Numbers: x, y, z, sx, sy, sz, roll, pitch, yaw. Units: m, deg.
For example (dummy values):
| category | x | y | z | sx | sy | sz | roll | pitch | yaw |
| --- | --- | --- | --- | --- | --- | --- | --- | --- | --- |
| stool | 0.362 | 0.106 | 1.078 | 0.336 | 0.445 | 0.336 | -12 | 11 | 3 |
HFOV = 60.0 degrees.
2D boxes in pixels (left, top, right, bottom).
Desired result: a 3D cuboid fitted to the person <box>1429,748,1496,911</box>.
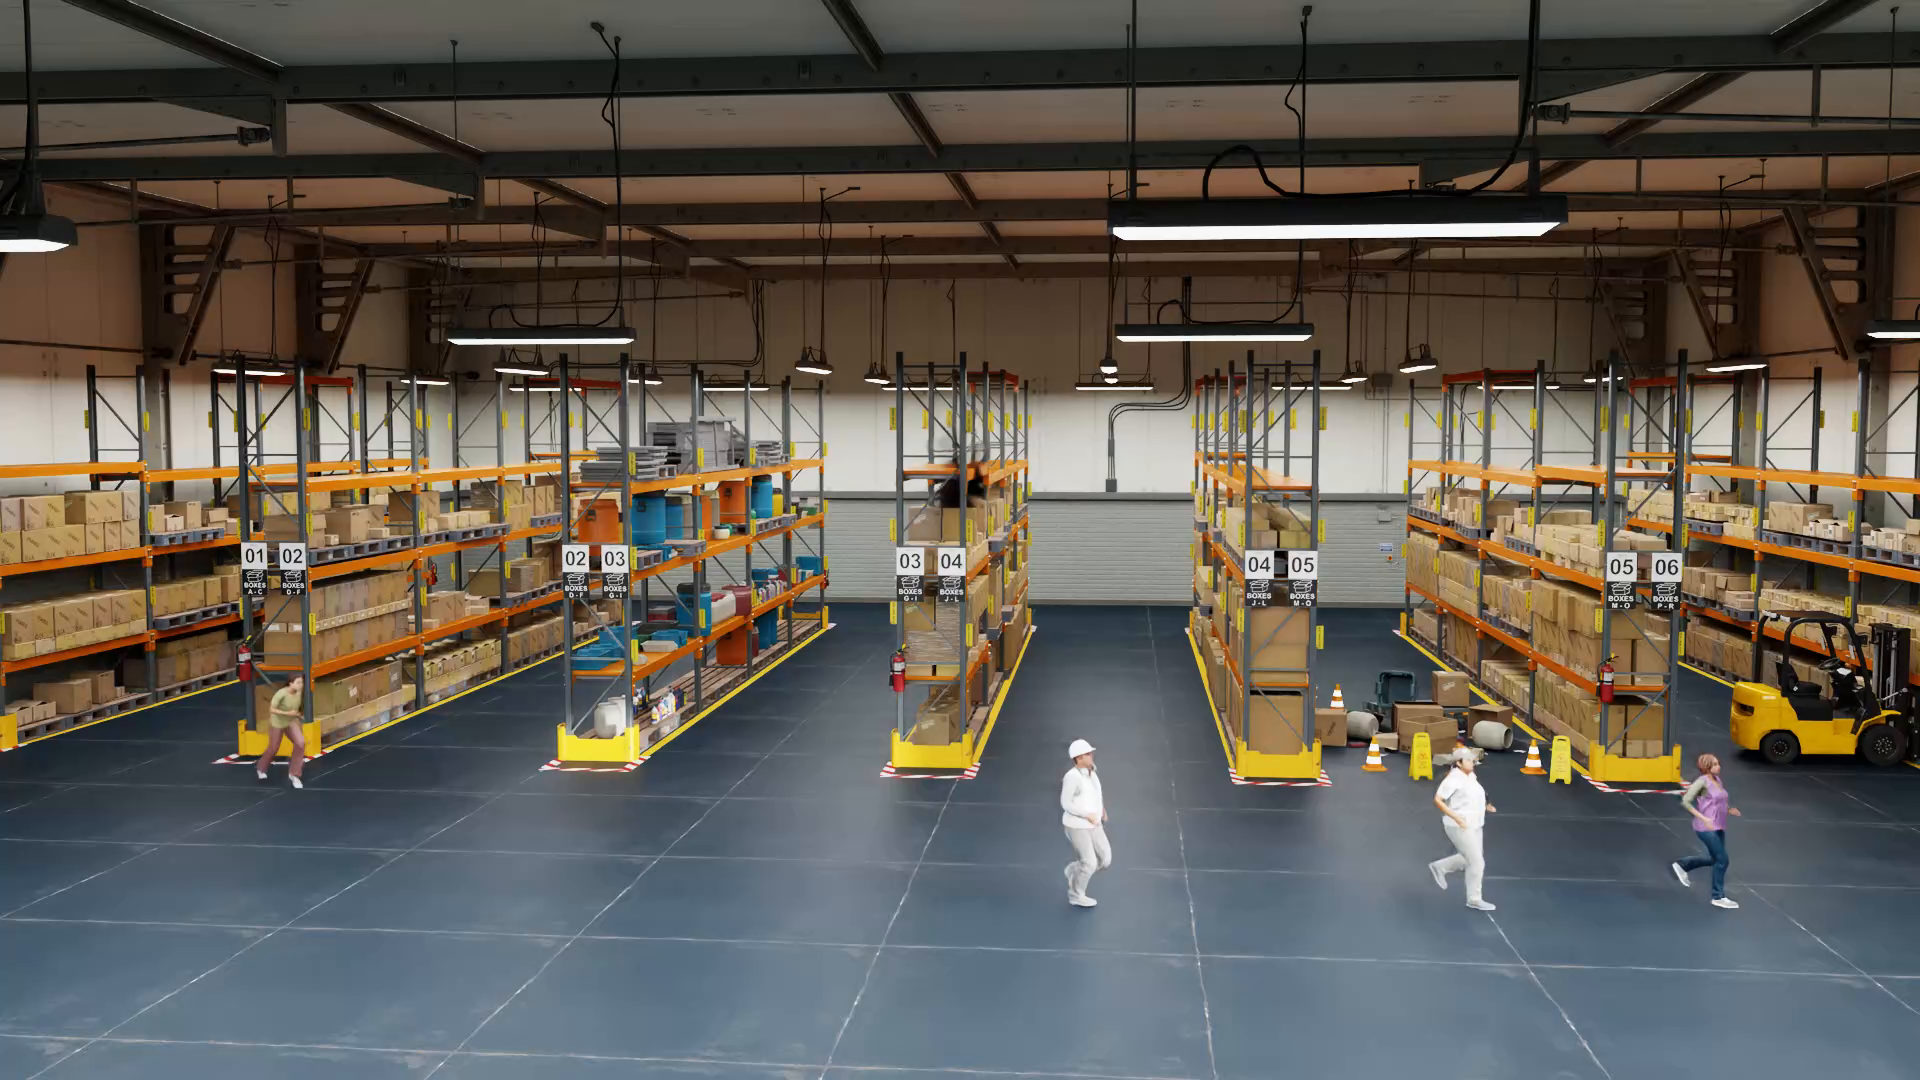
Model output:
| category | x | y | z | sx | sy | sz | roll | pitch | yaw |
| --- | --- | --- | --- | --- | --- | --- | --- | --- | --- |
| person | 5.193 | 2.961 | 17.233 | 0.803 | 1.632 | 0.620 | 4 | 6 | 44 |

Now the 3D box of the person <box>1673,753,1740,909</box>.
| category | x | y | z | sx | sy | sz | roll | pitch | yaw |
| --- | --- | --- | --- | --- | --- | --- | --- | --- | --- |
| person | 7.748 | 2.999 | 17.279 | 0.546 | 1.549 | 0.736 | -3 | 5 | -39 |

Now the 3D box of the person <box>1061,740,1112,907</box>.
| category | x | y | z | sx | sy | sz | roll | pitch | yaw |
| --- | --- | --- | --- | --- | --- | --- | --- | --- | --- |
| person | 1.288 | 2.917 | 17.144 | 0.576 | 1.725 | 0.638 | 3 | 5 | 32 |

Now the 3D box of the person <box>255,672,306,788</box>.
| category | x | y | z | sx | sy | sz | roll | pitch | yaw |
| --- | --- | --- | --- | --- | --- | --- | --- | --- | --- |
| person | -9.383 | 2.604 | 22.963 | 0.942 | 1.623 | 0.618 | 2 | 5 | 28 |
